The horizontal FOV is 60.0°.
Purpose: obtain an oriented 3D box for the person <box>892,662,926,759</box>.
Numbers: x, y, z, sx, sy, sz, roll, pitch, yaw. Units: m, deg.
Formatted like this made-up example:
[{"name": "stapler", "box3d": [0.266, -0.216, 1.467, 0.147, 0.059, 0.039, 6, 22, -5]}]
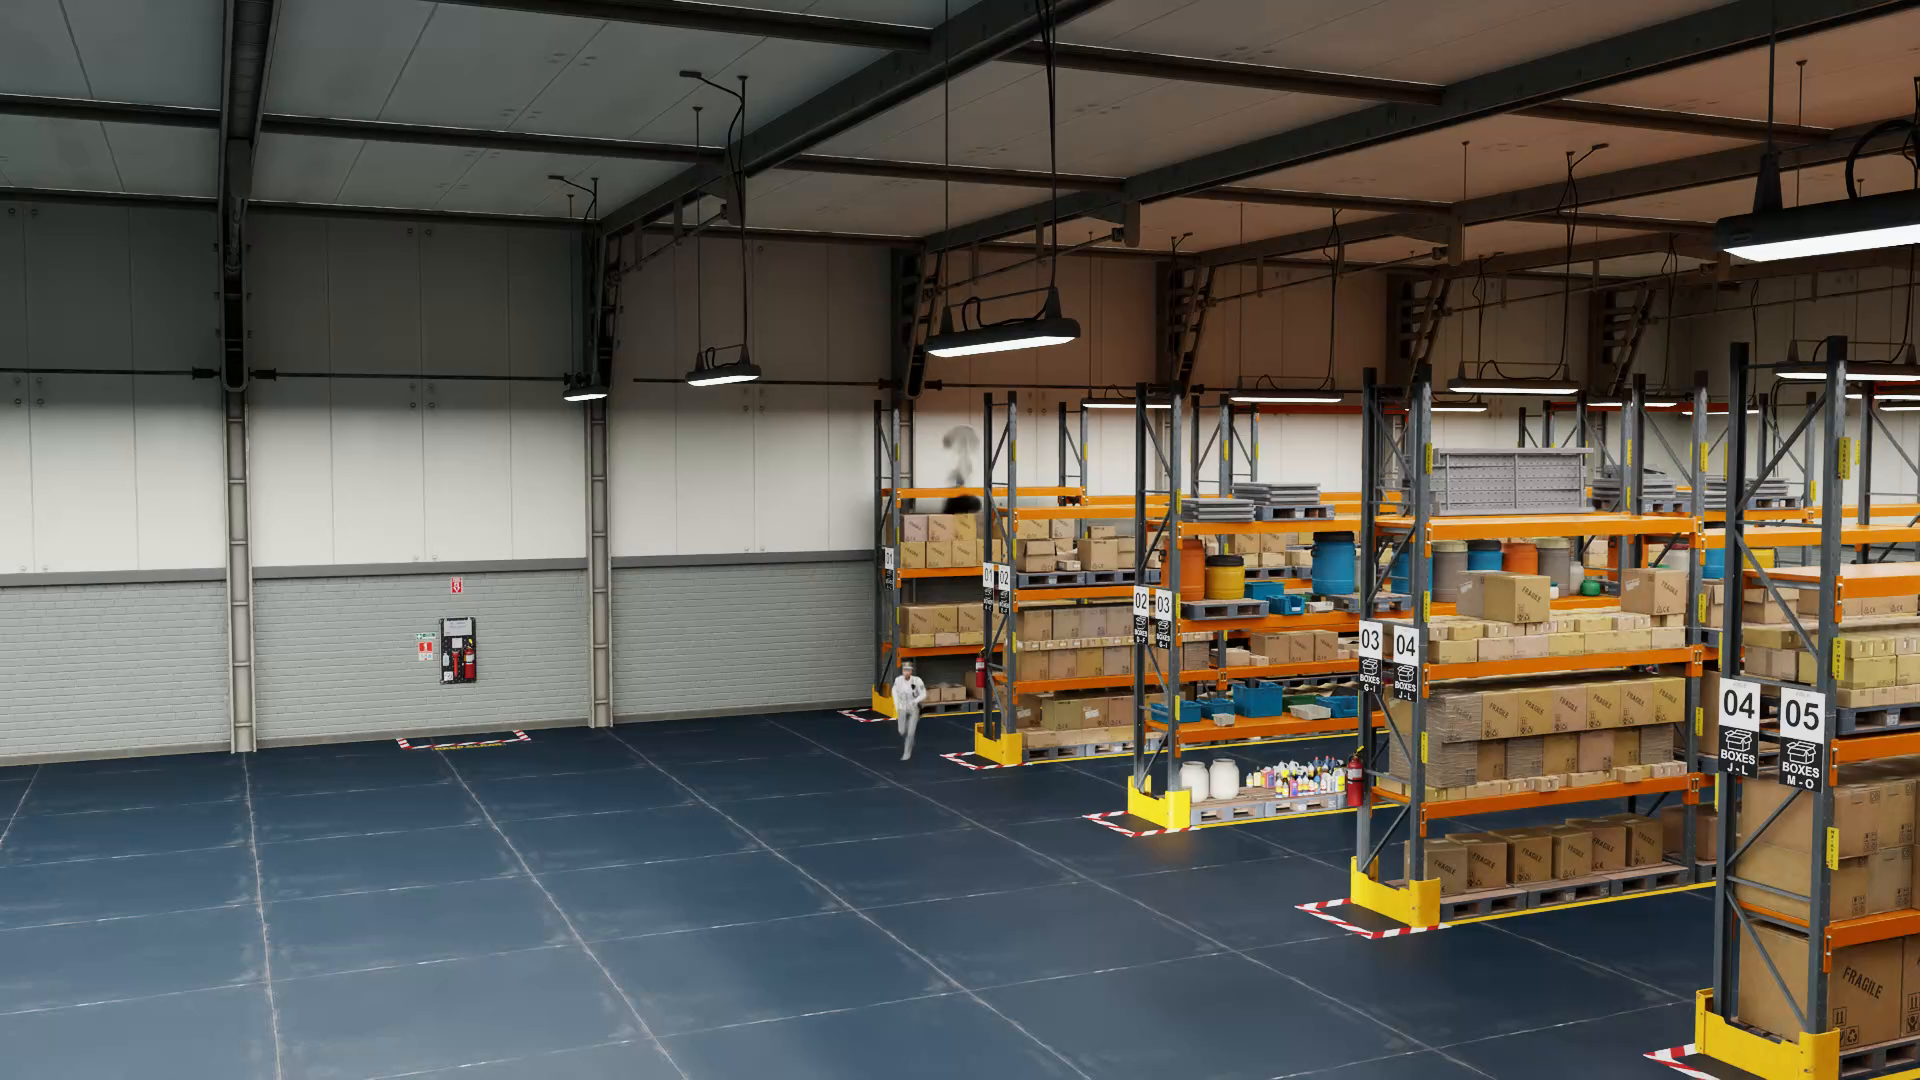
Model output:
[{"name": "person", "box3d": [-0.837, 2.774, 27.092, 0.591, 1.628, 0.592, 0, 3, 6]}]
